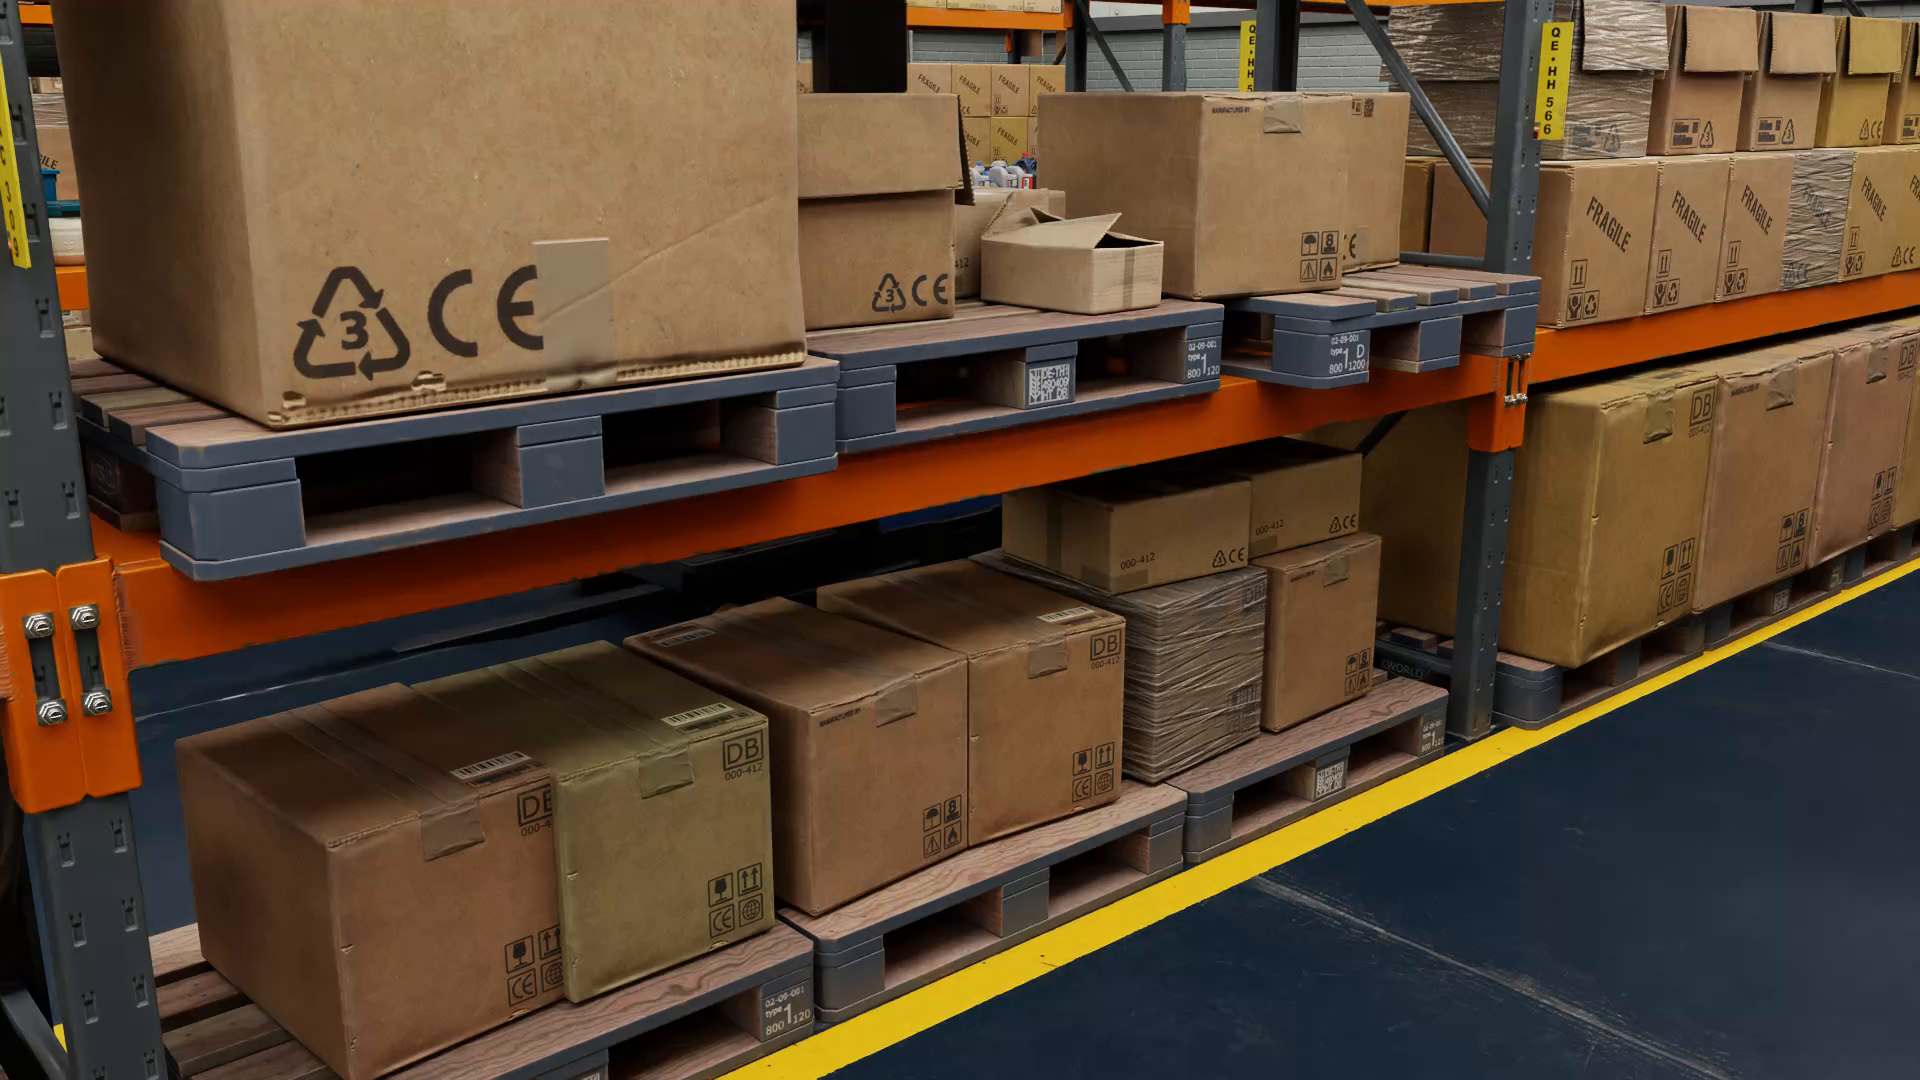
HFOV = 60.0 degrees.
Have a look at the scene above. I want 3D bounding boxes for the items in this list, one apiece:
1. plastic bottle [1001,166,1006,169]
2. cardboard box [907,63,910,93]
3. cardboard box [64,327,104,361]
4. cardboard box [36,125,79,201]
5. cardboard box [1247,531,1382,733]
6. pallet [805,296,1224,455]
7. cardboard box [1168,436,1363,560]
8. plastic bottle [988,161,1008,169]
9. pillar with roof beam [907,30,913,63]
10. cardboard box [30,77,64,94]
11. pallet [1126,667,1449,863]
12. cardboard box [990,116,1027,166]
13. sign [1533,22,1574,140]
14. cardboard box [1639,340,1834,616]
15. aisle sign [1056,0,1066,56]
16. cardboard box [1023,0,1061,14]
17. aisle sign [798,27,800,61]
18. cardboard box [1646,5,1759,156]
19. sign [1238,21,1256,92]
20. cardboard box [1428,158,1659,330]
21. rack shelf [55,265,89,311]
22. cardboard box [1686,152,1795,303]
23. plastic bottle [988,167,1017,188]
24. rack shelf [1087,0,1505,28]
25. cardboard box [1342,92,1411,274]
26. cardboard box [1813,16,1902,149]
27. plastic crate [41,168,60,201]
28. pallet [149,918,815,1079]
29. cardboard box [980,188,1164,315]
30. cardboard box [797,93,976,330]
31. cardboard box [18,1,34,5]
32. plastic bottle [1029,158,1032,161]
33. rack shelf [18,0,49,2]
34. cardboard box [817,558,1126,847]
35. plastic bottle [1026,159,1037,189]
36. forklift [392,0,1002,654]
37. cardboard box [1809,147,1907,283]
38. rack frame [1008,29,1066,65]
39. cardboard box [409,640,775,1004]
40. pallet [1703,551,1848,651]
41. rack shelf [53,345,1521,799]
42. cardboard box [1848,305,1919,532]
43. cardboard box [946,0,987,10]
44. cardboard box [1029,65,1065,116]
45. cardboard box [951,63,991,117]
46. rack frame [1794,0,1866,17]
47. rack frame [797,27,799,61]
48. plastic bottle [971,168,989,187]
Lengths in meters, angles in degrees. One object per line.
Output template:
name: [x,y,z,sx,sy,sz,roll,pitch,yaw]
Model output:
plastic bottle: [0.272,-2.227,10.526,0.097,0.271,0.097,0,15,0]
cardboard box: [-0.822,-4.241,15.685,0.500,0.500,0.500,-13,20,-41]
cardboard box: [-6.162,-1.398,11.686,0.500,0.250,0.500,-12,19,-38]
cardboard box: [-6.412,-2.594,11.454,0.500,0.500,0.500,-14,20,-42]
cardboard box: [0.851,0.209,5.147,0.500,0.500,0.700,-14,20,-42]
pallet: [-0.123,-0.468,4.060,1.213,0.211,1.003,-13,19,-39]
cardboard box: [0.857,-0.151,5.043,0.500,0.250,0.500,-12,19,-37]
plastic bottle: [0.234,-2.419,11.235,0.135,0.276,0.152,-13,19,-39]
pillar with roof beam: [1.918,-7.838,19.655,0.400,9.000,9.100,-13,19,-39]
cardboard box: [-8.652,-4.307,15.757,0.380,0.149,0.250,13,20,40]
pallet: [0.753,0.576,5.186,1.213,0.211,1.003,-13,19,-39]
cardboard box: [0.330,-4.019,16.790,0.500,0.500,0.500,-12,19,-39]
sign: [1.706,-1.321,4.792,0.005,0.325,0.100,-13,19,-39]
cardboard box: [2.555,-0.342,6.523,0.875,0.875,1.225,-13,19,-39]
aisle sign: [1.131,-5.396,17.101,0.004,0.787,0.394,-13,19,-39]
cardboard box: [0.664,-5.426,16.731,0.500,0.250,0.500,-13,19,-39]
aisle sign: [-2.125,-6.362,20.716,0.004,0.787,0.394,-13,19,-39]
cardboard box: [2.399,-1.667,6.041,0.637,0.503,0.797,-12,19,-38]
sign: [0.976,-1.571,5.573,0.005,0.325,0.100,-13,19,-39]
cardboard box: [1.888,-0.981,5.418,0.500,0.500,0.500,-12,19,-38]
rack shelf: [-3.417,-1.182,7.755,4.000,0.370,1.077,-13,19,-39]
cardboard box: [2.660,-1.157,6.074,0.500,0.500,0.500,-13,20,-40]
plastic bottle: [0.267,-2.186,10.361,0.135,0.276,0.152,-13,19,-39]
rack shelf: [2.618,-3.986,12.441,4.000,0.370,1.077,-13,19,-39]
cardboard box: [0.962,-1.056,4.882,0.500,0.500,0.500,13,20,40]
cardboard box: [3.359,-1.890,6.877,0.637,0.503,0.797,-12,19,-39]
plastic crate: [-4.298,-1.430,7.322,0.575,0.384,0.392,-13,19,-39]
pallet: [-1.088,0.989,3.638,1.213,0.211,1.003,-13,19,-39]
cardboard box: [0.262,-0.707,4.029,0.258,0.266,0.396,-13,20,-41]
cardboard box: [-0.427,-0.790,3.883,0.637,0.503,0.797,-10,18,-34]
cardboard box: [-8.777,-5.038,15.119,0.500,0.311,0.500,-13,19,-39]
plastic bottle: [0.452,-2.487,11.476,0.133,0.283,0.061,-13,19,-39]
rack shelf: [-6.666,-3.596,10.980,4.000,0.370,1.077,-13,19,-39]
cardboard box: [0.018,0.403,4.421,0.500,0.500,0.700,-11,18,-35]
plastic bottle: [0.491,-2.271,10.535,0.185,0.351,0.144,-13,19,-39]
forklift: [-0.995,-1.163,6.424,3.031,2.935,1.130,-14,20,-42]
cardboard box: [3.420,-1.325,6.703,0.500,0.500,0.500,-13,20,-40]
rack frame: [0.878,-4.188,17.616,0.127,3.000,1.000,-13,19,-39]
cardboard box: [-0.825,0.592,3.712,0.500,0.500,0.700,-13,20,-40]
pallet: [2.907,0.119,6.895,1.213,0.211,1.003,-13,19,-39]
rack shelf: [-0.166,-0.217,4.145,4.000,0.370,1.077,-13,19,-39]
cardboard box: [3.891,-0.645,7.657,0.875,0.875,1.225,-13,19,-39]
cardboard box: [-0.089,-5.257,16.095,0.500,0.250,0.500,-13,19,-39]
cardboard box: [0.723,-4.590,16.992,0.500,0.500,0.500,-13,20,-40]
cardboard box: [-0.046,-4.416,16.339,0.500,0.500,0.500,-12,19,-38]
rack frame: [4.361,-1.581,7.857,0.127,3.000,1.000,-13,19,-39]
rack frame: [-2.377,-5.152,21.224,0.127,3.000,1.000,-13,19,-39]
plastic bottle: [0.092,-2.146,10.214,0.135,0.276,0.152,-13,19,-39]
